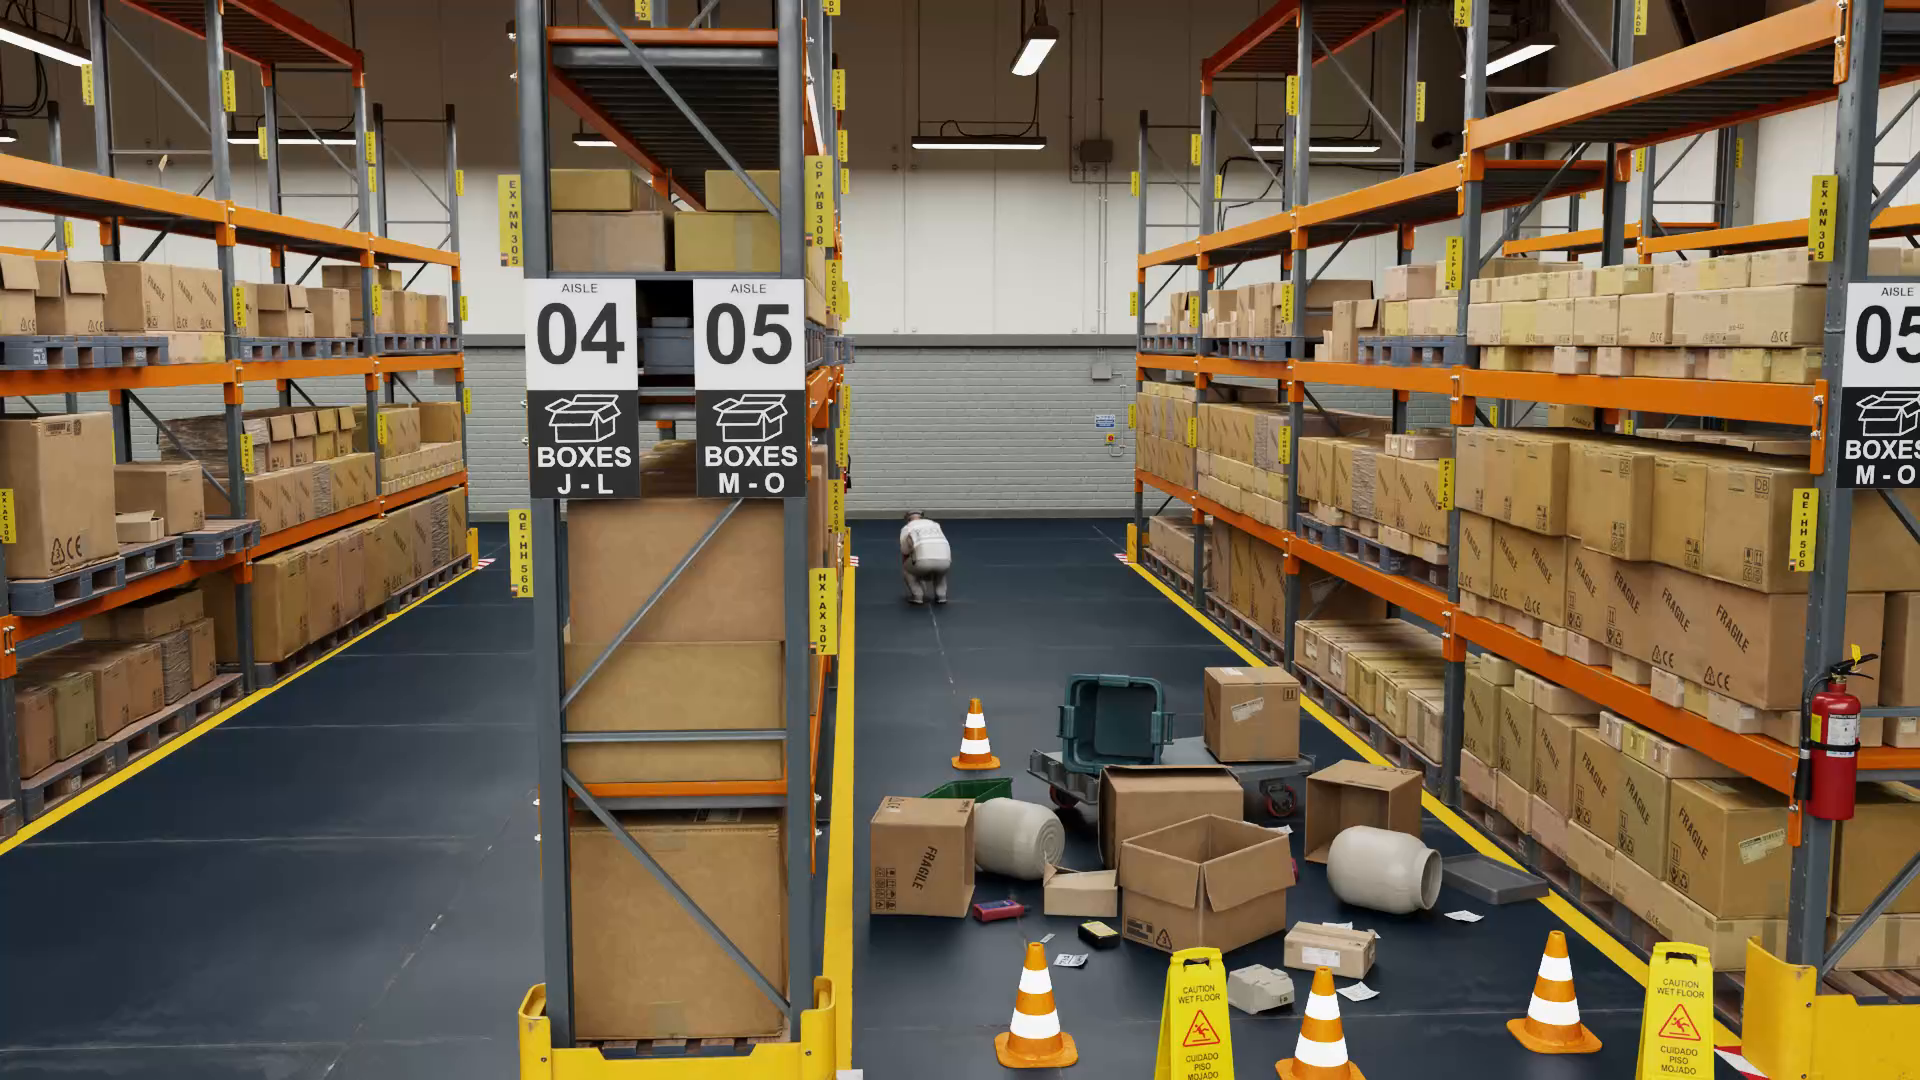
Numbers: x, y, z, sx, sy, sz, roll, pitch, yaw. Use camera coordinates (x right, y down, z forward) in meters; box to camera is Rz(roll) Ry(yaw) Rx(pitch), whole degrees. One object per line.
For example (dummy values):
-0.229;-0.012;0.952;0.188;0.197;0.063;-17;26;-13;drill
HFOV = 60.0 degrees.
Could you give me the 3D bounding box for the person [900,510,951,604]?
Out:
-0.405;0.196;19.181;0.534;1.030;0.936;-2;7;-14;person
